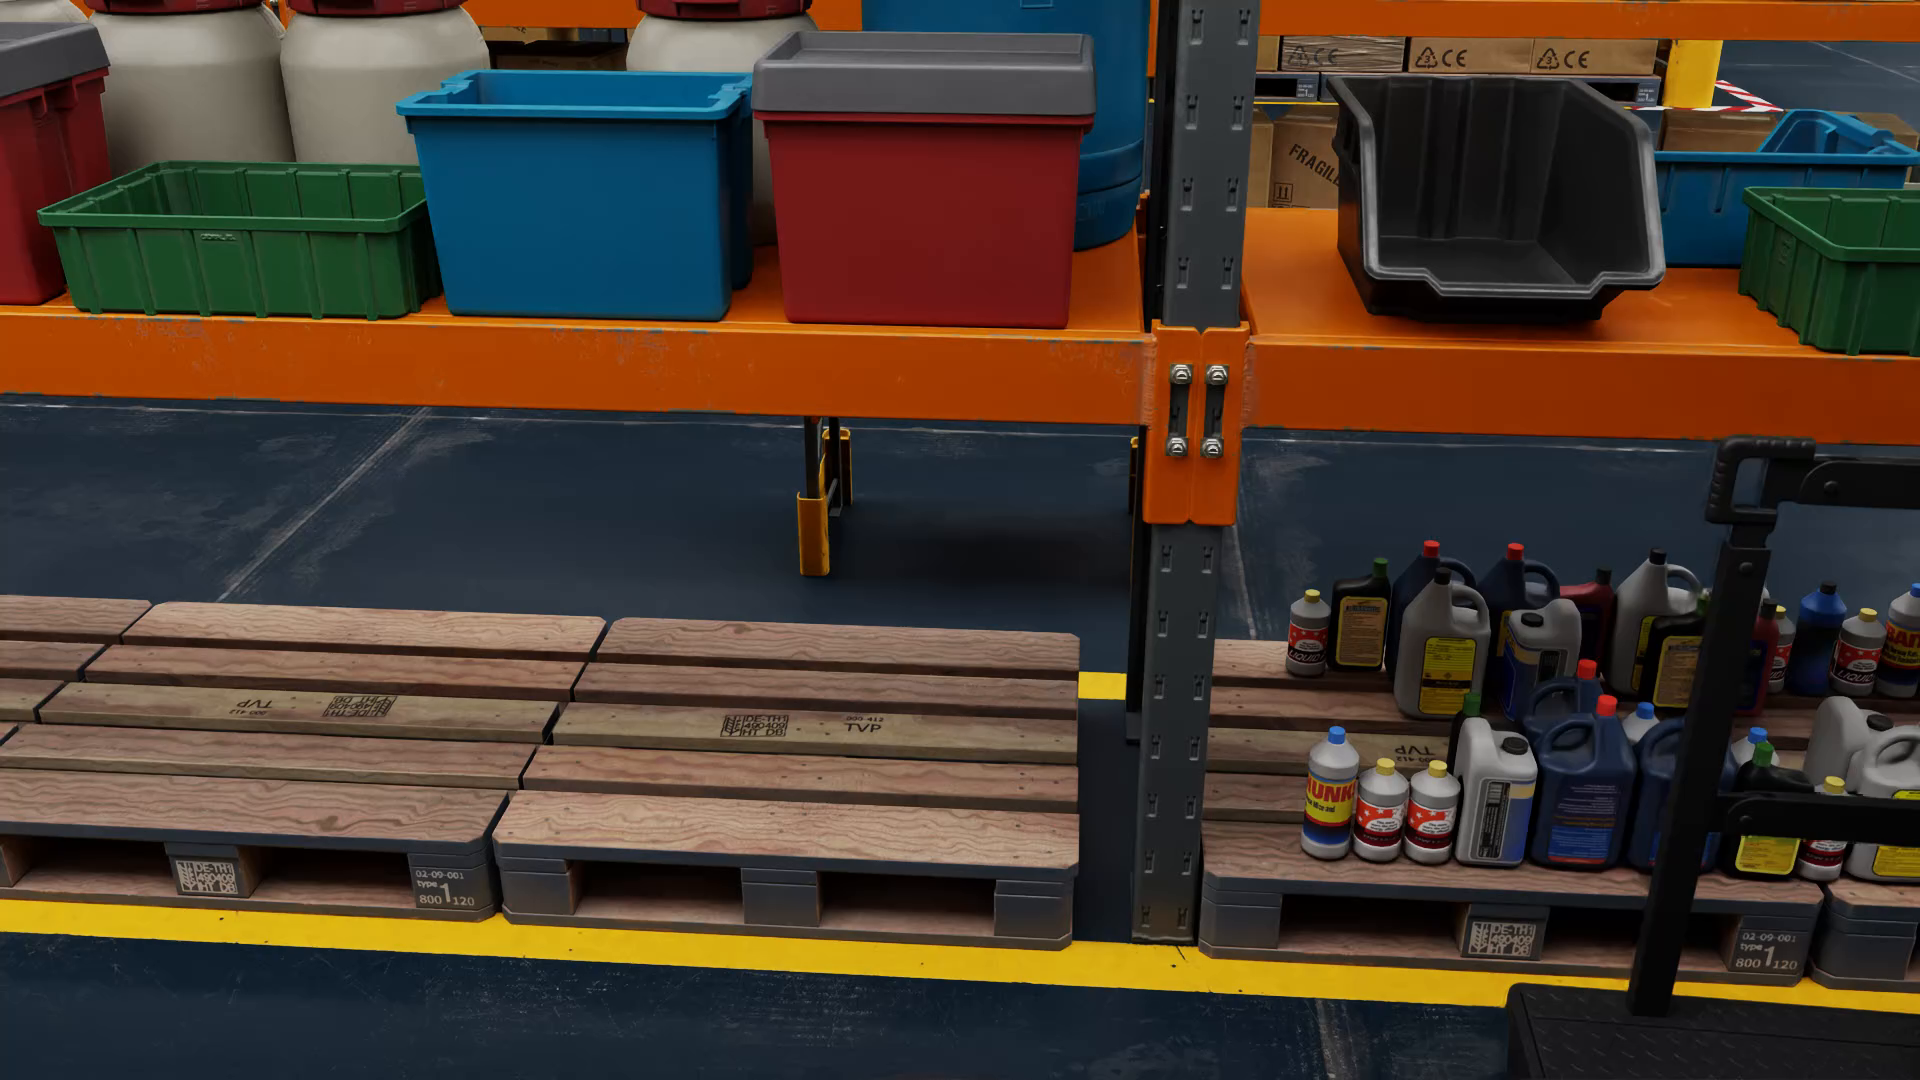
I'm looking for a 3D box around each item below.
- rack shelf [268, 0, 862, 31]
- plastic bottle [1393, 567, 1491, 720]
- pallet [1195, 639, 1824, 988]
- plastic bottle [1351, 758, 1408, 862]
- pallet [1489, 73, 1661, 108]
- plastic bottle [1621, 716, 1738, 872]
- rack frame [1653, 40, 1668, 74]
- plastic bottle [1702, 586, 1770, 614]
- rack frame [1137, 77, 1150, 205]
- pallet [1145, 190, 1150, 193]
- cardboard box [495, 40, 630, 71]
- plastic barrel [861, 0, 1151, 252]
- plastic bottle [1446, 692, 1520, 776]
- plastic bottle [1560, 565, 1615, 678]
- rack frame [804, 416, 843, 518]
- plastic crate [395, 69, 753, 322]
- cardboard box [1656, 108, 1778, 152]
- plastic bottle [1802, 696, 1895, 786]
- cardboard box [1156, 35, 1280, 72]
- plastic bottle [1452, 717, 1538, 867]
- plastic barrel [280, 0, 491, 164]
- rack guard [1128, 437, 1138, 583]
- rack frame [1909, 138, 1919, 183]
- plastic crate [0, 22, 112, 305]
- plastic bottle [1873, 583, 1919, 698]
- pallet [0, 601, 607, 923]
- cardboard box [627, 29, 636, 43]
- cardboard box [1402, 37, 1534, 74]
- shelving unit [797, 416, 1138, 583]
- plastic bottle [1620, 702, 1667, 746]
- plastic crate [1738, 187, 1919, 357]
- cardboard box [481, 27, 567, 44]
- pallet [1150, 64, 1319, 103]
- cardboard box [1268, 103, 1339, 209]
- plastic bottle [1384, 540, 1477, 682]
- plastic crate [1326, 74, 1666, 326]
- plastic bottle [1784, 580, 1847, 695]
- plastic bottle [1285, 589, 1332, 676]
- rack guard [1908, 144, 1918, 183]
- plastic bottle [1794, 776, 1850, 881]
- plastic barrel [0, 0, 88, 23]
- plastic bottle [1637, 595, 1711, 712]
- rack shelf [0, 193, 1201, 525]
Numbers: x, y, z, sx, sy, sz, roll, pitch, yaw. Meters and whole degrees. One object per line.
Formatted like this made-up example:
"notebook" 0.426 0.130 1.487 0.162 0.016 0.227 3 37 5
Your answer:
"rack shelf" -1.159 -2.538 8.037 4.000 0.370 1.077 2 25 4
"plastic bottle" 1.109 0.228 3.809 0.185 0.351 0.144 2 25 4
"pallet" 1.123 0.570 3.760 1.213 0.211 1.003 2 25 4
"plastic bottle" 0.842 0.531 3.328 0.097 0.201 0.097 0 25 0
"pallet" 4.501 -3.463 12.523 1.213 0.211 1.003 2 25 4
"plastic bottle" 1.418 0.472 3.278 0.185 0.351 0.144 1 25 2
"rack frame" 5.304 -4.736 11.955 0.127 3.000 1.000 2 25 4
"plastic bottle" 1.796 0.225 3.904 0.135 0.276 0.152 2 25 5
"rack frame" 0.836 -2.800 7.747 0.127 3.000 1.000 2 25 4
"pallet" 1.508 -1.527 8.316 1.213 0.211 1.003 2 25 4
"cardboard box" -1.953 -2.312 8.252 0.500 0.250 0.500 5 25 10
"plastic barrel" 0.094 -1.102 3.458 0.708 0.901 0.600 2 25 4
"plastic bottle" 1.073 0.446 3.417 0.133 0.283 0.061 2 25 4
"plastic bottle" 1.478 0.193 3.966 0.133 0.283 0.061 3 25 8
"rack frame" -0.422 -0.695 4.966 0.032 1.500 0.500 2 25 4
"plastic crate" -0.667 -0.634 3.059 0.575 0.384 0.392 2 25 4
"cardboard box" 3.604 -1.759 7.973 0.500 0.500 0.500 8 26 18
"plastic bottle" 1.828 0.457 3.400 0.135 0.276 0.152 2 25 4
"cardboard box" 1.938 -4.041 12.482 0.875 0.875 0.875 2 25 5
"plastic bottle" 1.065 0.493 3.322 0.135 0.276 0.152 3 25 6
"plastic barrel" -1.212 -0.943 3.549 0.433 0.535 0.433 0 25 0
"rack guard" 0.573 -0.095 5.158 0.087 0.250 0.587 2 25 4
"rack frame" 4.824 -2.672 7.469 0.127 3.000 1.000 2 25 4
"plastic crate" -1.944 -0.714 3.136 0.583 0.464 0.402 2 25 4
"plastic bottle" 2.219 0.229 3.900 0.097 0.271 0.097 0 25 0
"pallet" -1.549 0.484 3.946 1.213 0.211 1.003 2 25 4
"cardboard box" -2.072 -4.104 12.770 0.750 0.750 1.050 2 25 3
"cardboard box" 3.746 -3.983 12.358 0.875 0.875 0.875 1 25 3
"shelving unit" 0.076 -0.679 4.931 1.083 1.500 0.587 2 25 4
"plastic bottle" 1.383 0.457 3.407 0.097 0.271 0.097 0 25 0
"plastic crate" 1.788 -0.479 2.955 0.662 0.188 0.450 2 25 4
"cardboard box" -3.348 -3.960 12.755 0.500 0.500 0.500 2 25 4
"pallet" 2.068 -3.541 12.692 1.213 0.211 1.003 2 25 4
"cardboard box" 1.803 -1.811 8.085 0.500 0.500 0.500 10 27 21
"plastic bottle" 1.121 0.168 3.939 0.185 0.351 0.144 1 25 3
"plastic crate" 0.969 -0.638 3.123 0.504 0.338 0.767 2 25 4
"plastic bottle" 2.017 0.223 3.915 0.097 0.271 0.097 0 25 0
"plastic bottle" 0.842 0.217 4.011 0.097 0.201 0.097 0 25 0
"rack guard" 4.748 -1.539 7.997 0.348 0.500 1.175 2 25 4
"plastic bottle" 1.698 0.559 3.268 0.097 0.201 0.097 0 25 0
"plastic barrel" -2.070 -0.957 3.609 0.421 0.512 0.421 0 25 0
"plastic bottle" 1.652 0.259 3.823 0.133 0.283 0.061 2 25 4
"rack shelf" -1.538 -0.473 3.551 4.000 0.370 1.077 2 25 4
